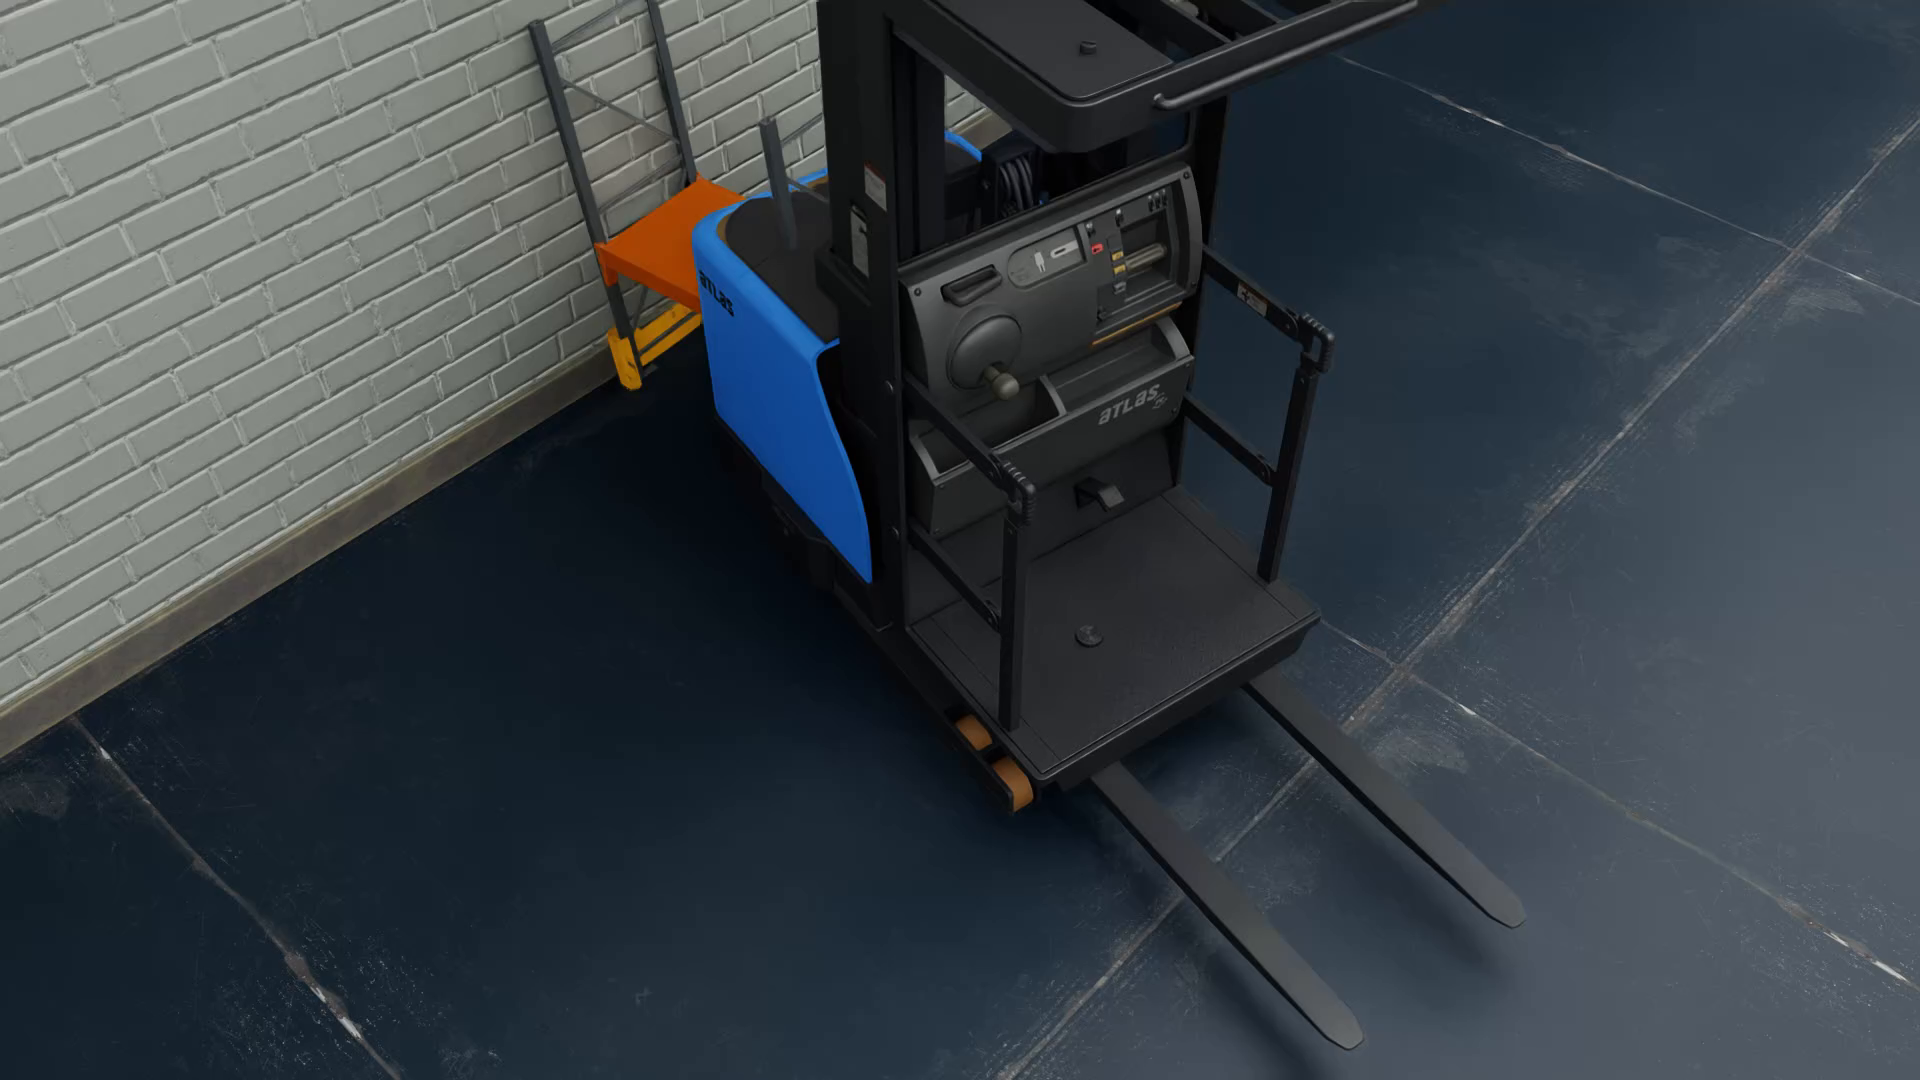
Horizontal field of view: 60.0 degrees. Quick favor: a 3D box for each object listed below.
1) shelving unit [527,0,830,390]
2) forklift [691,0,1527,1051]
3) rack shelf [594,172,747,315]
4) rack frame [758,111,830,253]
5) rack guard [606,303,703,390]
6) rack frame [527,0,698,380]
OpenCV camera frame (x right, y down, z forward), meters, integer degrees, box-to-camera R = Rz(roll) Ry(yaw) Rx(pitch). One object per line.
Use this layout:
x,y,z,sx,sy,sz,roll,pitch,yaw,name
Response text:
-0.751,-1.048,5.665,1.083,1.500,0.587,29,56,28,shelving unit
0.392,-0.595,4.298,1.130,2.935,3.031,-27,52,-23,forklift
-0.730,-0.922,5.792,1.000,0.185,0.538,29,56,28,rack shelf
-0.351,-0.830,5.419,0.032,1.500,0.500,29,56,28,rack frame
-1.088,-0.833,6.357,0.087,0.250,0.587,29,56,28,rack guard
-1.137,-1.258,5.901,0.032,1.500,0.500,29,56,28,rack frame
